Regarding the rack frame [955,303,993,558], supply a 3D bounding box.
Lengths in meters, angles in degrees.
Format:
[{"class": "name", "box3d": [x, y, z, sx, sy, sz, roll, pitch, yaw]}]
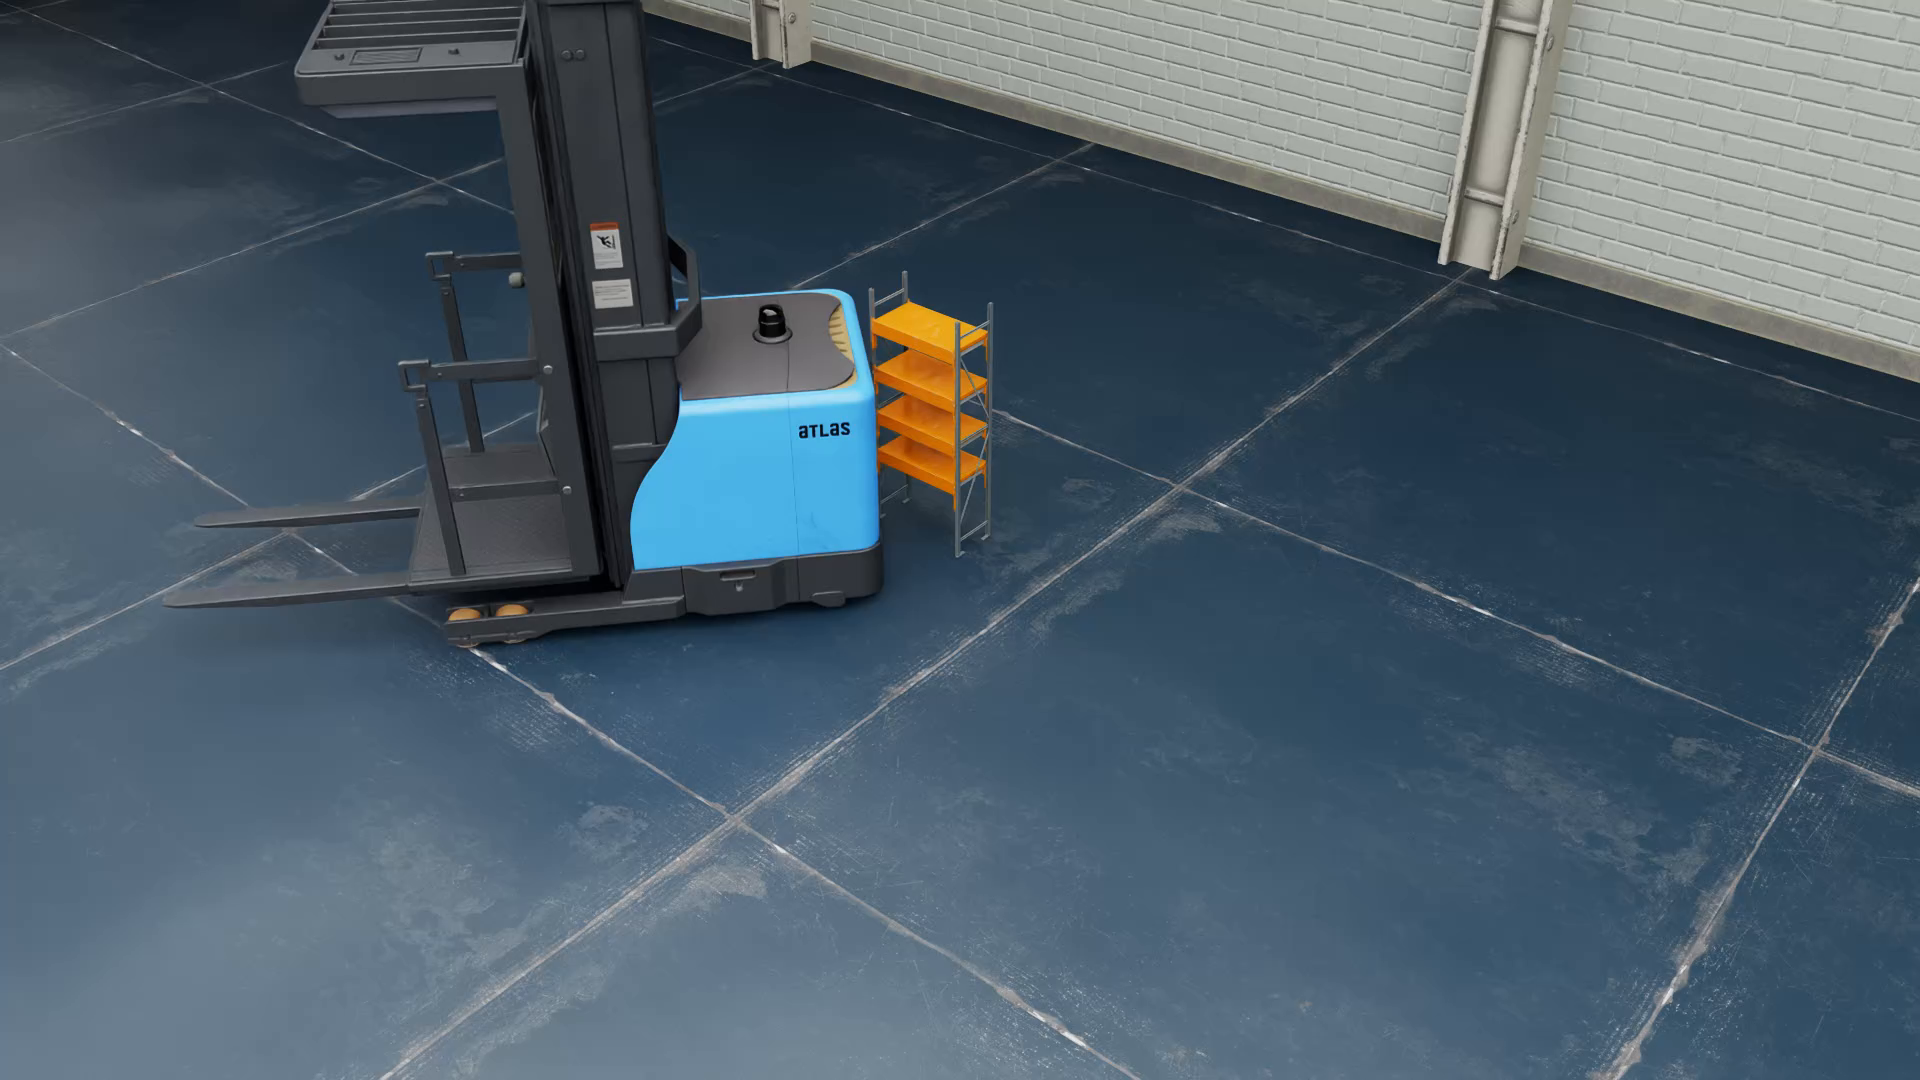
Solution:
[{"class": "rack frame", "box3d": [0.060, -0.466, 7.369, 0.015, 1.200, 0.240, 25, 42, 32]}]

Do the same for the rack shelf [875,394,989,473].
[{"class": "rack shelf", "box3d": [-0.127, -0.499, 7.536, 0.480, 0.148, 0.258, 25, 42, 32]}]

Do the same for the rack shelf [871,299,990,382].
[{"class": "rack shelf", "box3d": [-0.127, -0.878, 7.275, 0.480, 0.148, 0.258, 25, 42, 32]}]

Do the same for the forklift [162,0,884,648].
[{"class": "forklift", "box3d": [-1.899, -1.072, 6.721, 3.031, 2.935, 1.130, -5, 35, -7]}]

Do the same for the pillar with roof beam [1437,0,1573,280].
[{"class": "pillar with roof beam", "box3d": [0.433, -3.540, 4.956, 0.400, 9.000, 9.100, 25, 42, 32]}]

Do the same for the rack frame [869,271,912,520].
[{"class": "rack frame", "box3d": [-0.315, -0.643, 7.626, 0.015, 1.200, 0.240, 25, 42, 32]}]

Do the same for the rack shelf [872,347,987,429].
[{"class": "rack shelf", "box3d": [-0.127, -0.683, 7.409, 0.480, 0.148, 0.258, 25, 42, 32]}]

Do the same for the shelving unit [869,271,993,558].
[{"class": "shelving unit", "box3d": [-0.127, -0.555, 7.498, 0.503, 1.200, 0.258, 25, 42, 32]}]

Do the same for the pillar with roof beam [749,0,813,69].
[{"class": "pillar with roof beam", "box3d": [-4.178, -5.714, 8.121, 0.400, 9.000, 9.100, 25, 42, 32]}]

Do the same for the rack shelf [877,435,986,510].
[{"class": "rack shelf", "box3d": [-0.127, -0.335, 7.648, 0.480, 0.148, 0.258, 25, 42, 32]}]
